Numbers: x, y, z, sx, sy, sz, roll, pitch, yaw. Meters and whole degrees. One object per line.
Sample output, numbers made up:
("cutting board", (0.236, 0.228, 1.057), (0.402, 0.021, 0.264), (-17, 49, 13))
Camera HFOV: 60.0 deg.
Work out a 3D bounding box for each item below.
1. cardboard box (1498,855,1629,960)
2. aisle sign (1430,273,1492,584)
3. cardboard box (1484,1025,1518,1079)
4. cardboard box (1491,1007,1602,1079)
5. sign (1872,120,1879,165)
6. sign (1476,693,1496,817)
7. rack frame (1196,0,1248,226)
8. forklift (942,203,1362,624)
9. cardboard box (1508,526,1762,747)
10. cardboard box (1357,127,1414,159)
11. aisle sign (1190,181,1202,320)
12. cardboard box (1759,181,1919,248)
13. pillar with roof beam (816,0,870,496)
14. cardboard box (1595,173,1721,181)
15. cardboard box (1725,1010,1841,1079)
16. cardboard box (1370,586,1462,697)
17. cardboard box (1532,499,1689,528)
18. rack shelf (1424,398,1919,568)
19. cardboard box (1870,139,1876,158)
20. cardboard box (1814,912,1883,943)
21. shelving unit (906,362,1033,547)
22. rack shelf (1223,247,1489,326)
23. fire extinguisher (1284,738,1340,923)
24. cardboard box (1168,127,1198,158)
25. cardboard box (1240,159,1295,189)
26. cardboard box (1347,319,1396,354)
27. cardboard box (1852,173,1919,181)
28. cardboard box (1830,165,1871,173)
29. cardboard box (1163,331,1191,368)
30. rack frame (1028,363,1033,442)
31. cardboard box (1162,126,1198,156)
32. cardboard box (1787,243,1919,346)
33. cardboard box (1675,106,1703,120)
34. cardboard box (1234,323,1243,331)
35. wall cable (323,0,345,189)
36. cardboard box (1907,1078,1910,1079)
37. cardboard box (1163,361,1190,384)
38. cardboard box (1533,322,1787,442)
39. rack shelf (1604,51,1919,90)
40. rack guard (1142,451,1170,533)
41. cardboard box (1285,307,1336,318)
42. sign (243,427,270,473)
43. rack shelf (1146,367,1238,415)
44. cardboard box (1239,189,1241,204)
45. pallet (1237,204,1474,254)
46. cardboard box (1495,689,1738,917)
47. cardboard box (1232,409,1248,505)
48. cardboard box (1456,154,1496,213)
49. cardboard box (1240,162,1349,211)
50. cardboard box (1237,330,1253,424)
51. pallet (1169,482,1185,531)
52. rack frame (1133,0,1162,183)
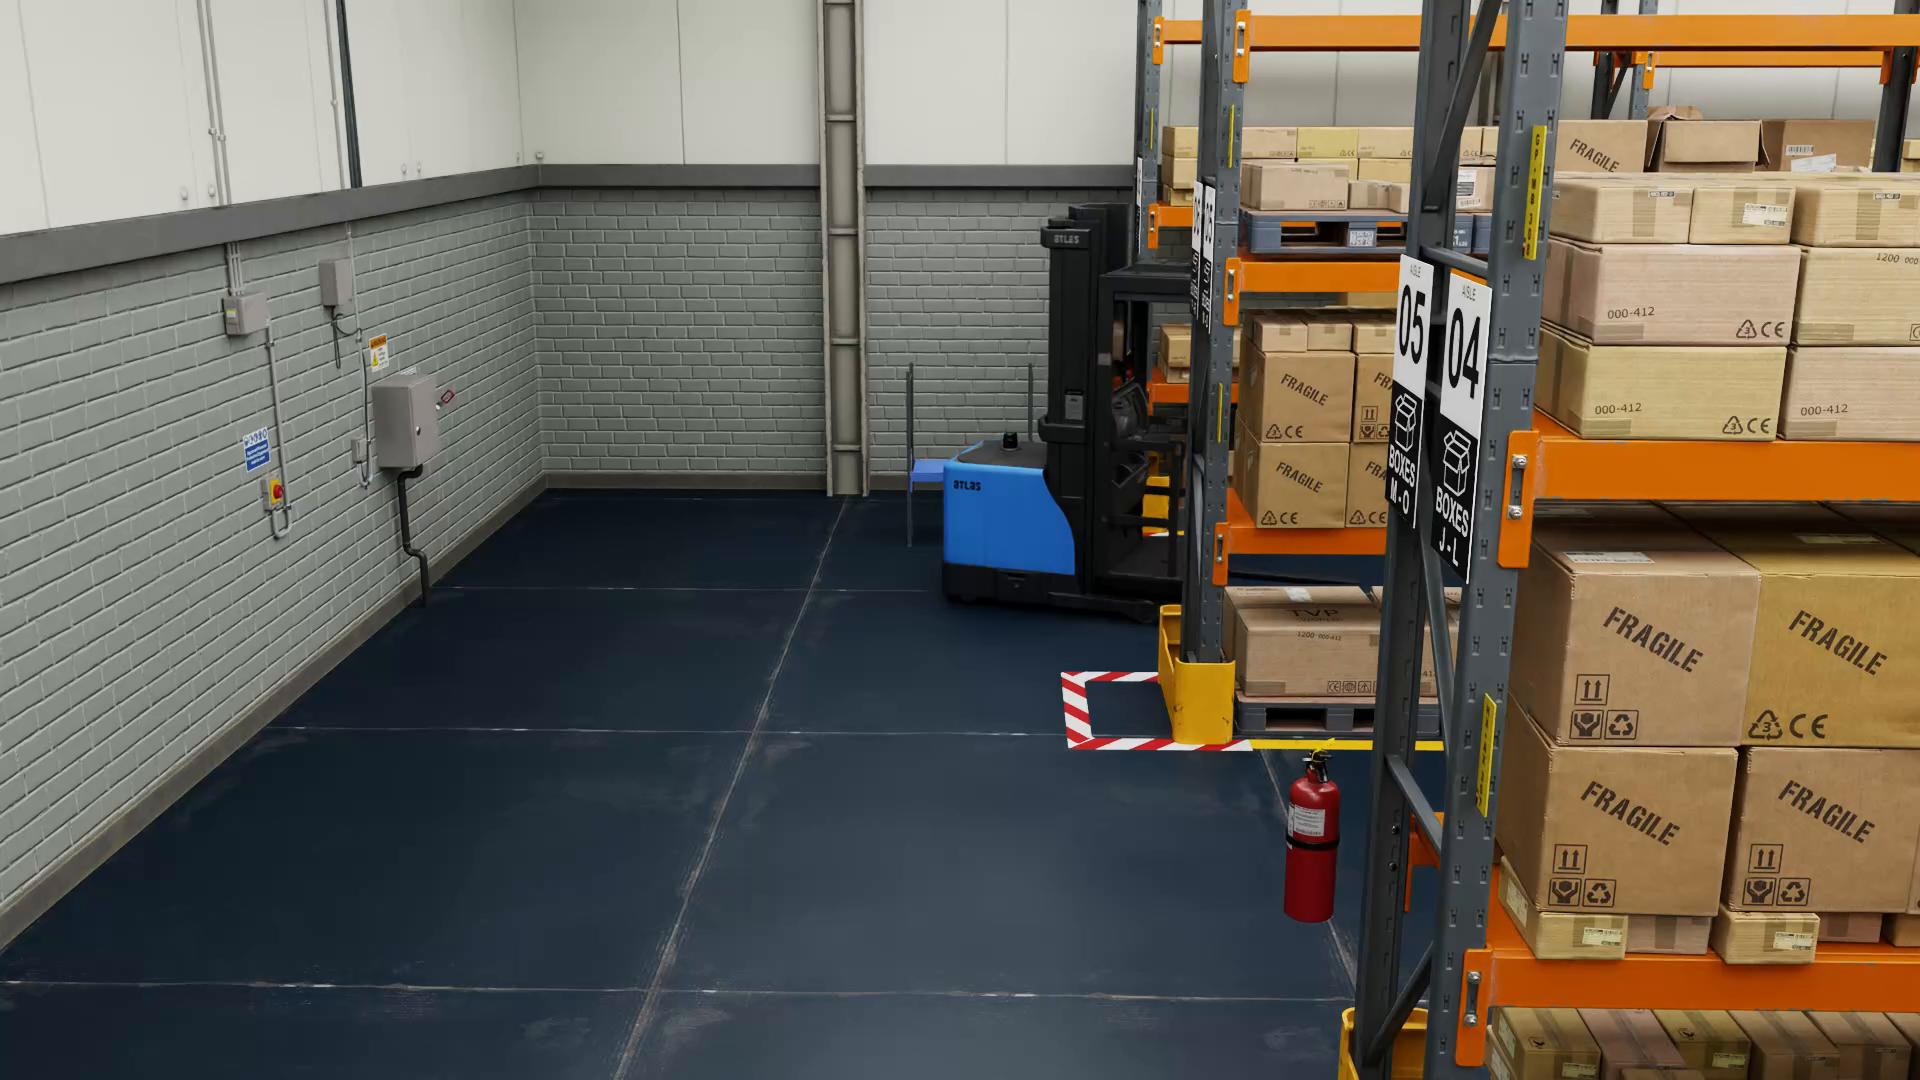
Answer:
("cardboard box", (1.763, 1.074, 4.880), (0.250, 0.149, 0.380), (0, 15, 1))
("aisle sign", (1.367, -0.314, 4.553), (0.004, 0.787, 0.394), (0, 15, 1))
("cardboard box", (1.982, 1.830, 5.708), (0.250, 0.149, 0.380), (0, 15, 0))
("cardboard box", (1.983, 1.694, 5.639), (0.250, 0.149, 0.380), (1, 15, 2))
("sign", (5.476, -2.361, 9.897), (0.005, 0.325, 0.100), (0, 15, 1))
("sign", (1.434, 0.587, 4.538), (0.005, 0.325, 0.100), (0, 15, 1))
("rack frame", (1.473, -3.296, 9.195), (0.127, 3.000, 1.000), (0, 15, 1))
("forklift", (1.435, -0.945, 12.178), (3.031, 2.935, 1.130), (5, 16, 19))
("cardboard box", (1.889, 0.262, 4.727), (0.500, 0.500, 0.500), (0, 15, 1))
("cardboard box", (3.553, -3.349, 14.006), (0.500, 0.250, 0.500), (1, 15, 3))
("aisle sign", (1.409, -1.732, 9.930), (0.004, 0.787, 0.394), (0, 15, 1))
("cardboard box", (2.289, -0.858, 4.366), (0.250, 0.149, 0.380), (0, 15, 1))
("pillar with roof beam", (-1.186, -3.712, 10.769), (0.400, 9.000, 9.100), (0, 15, 1))
("cardboard box", (2.032, -0.997, 4.890), (0.250, 0.149, 0.380), (1, 15, 2))
("cardboard box", (2.752, 1.697, 5.626), (0.250, 0.149, 0.380), (0, 15, -1))
("cardboard box", (3.050, 0.623, 10.299), (0.875, 0.438, 0.875), (1, 15, 3))
("cardboard box", (1.911, 0.131, 5.224), (0.500, 0.500, 0.500), (0, 15, 0))
("rack shelf", (3.447, -0.222, 4.832), (4.000, 0.370, 1.077), (0, 15, 1))
("cardboard box", (7.423, -3.251, 13.792), (0.250, 0.149, 0.380), (0, 15, 2))
("cardboard box", (2.549, 1.048, 4.981), (0.250, 0.149, 0.380), (1, 15, 4))
("shelving unit", (0.085, -0.725, 14.147), (1.048, 1.500, 0.538), (0, 15, 1))
("rack shelf", (3.472, -1.485, 9.620), (4.000, 0.370, 1.077), (0, 15, 1))
("fire extinguisher", (1.207, 0.966, 5.683), (0.183, 0.674, 0.296), (0, 15, 1))
("cardboard box", (2.033, -3.358, 14.039), (0.500, 0.250, 0.500), (0, 15, 1))
("cardboard box", (2.541, -3.113, 14.089), (0.500, 0.250, 0.500), (1, 15, 2))
("cardboard box", (2.341, -1.154, 9.406), (0.250, 0.149, 0.380), (1, 15, 3))
("cardboard box", (2.807, -0.999, 4.898), (0.250, 0.149, 0.380), (0, 15, 0))
("cardboard box", (4.825, -1.929, 9.136), (0.258, 0.266, 0.396), (1, 15, 3))
("cardboard box", (2.043, -1.661, 14.467), (0.500, 0.250, 0.500), (0, 15, 2))
("rack frame", (0.593, -0.721, 14.134), (0.032, 1.500, 0.500), (0, 15, 1))
("cardboard box", (2.047, -3.493, 14.552), (0.500, 0.250, 0.500), (0, 15, 0))
("cardboard box", (2.401, -0.680, 4.471), (0.500, 0.250, 0.500), (0, 15, 1))
("cardboard box", (6.167, -3.582, 14.236), (0.258, 0.266, 0.396), (0, 15, 1))
("cardboard box", (2.578, -1.794, 14.970), (0.500, 0.250, 0.500), (0, 15, 2))
("wall cable", (-4.199, -3.453, 9.790), (0.029, 3.000, 2.355), (0, 15, 1))
("cardboard box", (3.276, 1.839, 5.672), (0.250, 0.149, 0.380), (1, 15, 4))
("cardboard box", (1.917, -1.468, 14.517), (0.250, 0.149, 0.380), (0, 15, 1))
("cardboard box", (1.890, -0.442, 4.551), (0.500, 0.250, 0.500), (1, 15, 3))
("rack shelf", (7.594, -3.982, 13.987), (4.000, 0.370, 1.077), (0, 15, 1))
("rack guard", (1.672, -0.452, 15.075), (0.348, 0.500, 1.175), (0, 15, 1))
("cardboard box", (2.091, -1.294, 9.939), (0.250, 0.149, 0.380), (1, 15, 2))
("sign", (-4.227, -0.545, 9.997), (0.001, 0.218, 0.327), (0, 15, 1))
("rack shelf", (3.595, -1.301, 14.800), (4.000, 0.370, 1.077), (0, 15, 1))
("cardboard box", (2.427, -2.928, 14.171), (0.250, 0.149, 0.380), (0, 15, 2))
("pallet", (2.215, -1.801, 9.580), (1.213, 0.211, 1.003), (0, 15, 1))
("cardboard box", (1.889, 0.748, 4.844), (0.500, 0.500, 0.500), (1, 15, 4))
("cardboard box", (1.962, -0.508, 10.191), (0.500, 0.500, 0.500), (0, 15, 2))
("cardboard box", (2.968, -2.032, 9.437), (0.500, 0.311, 0.500), (1, 15, 2))
("cardboard box", (1.925, -2.045, 9.606), (0.500, 0.250, 0.500), (-1, 15, -4))
("cardboard box", (1.961, -0.985, 10.038), (0.500, 0.500, 0.500), (1, 15, 3))
("pallet", (2.469, -0.308, 15.093), (1.213, 0.211, 1.003), (0, 15, 1))
("rack frame", (1.596, -4.562, 13.993), (0.127, 3.000, 1.000), (0, 15, 1))
